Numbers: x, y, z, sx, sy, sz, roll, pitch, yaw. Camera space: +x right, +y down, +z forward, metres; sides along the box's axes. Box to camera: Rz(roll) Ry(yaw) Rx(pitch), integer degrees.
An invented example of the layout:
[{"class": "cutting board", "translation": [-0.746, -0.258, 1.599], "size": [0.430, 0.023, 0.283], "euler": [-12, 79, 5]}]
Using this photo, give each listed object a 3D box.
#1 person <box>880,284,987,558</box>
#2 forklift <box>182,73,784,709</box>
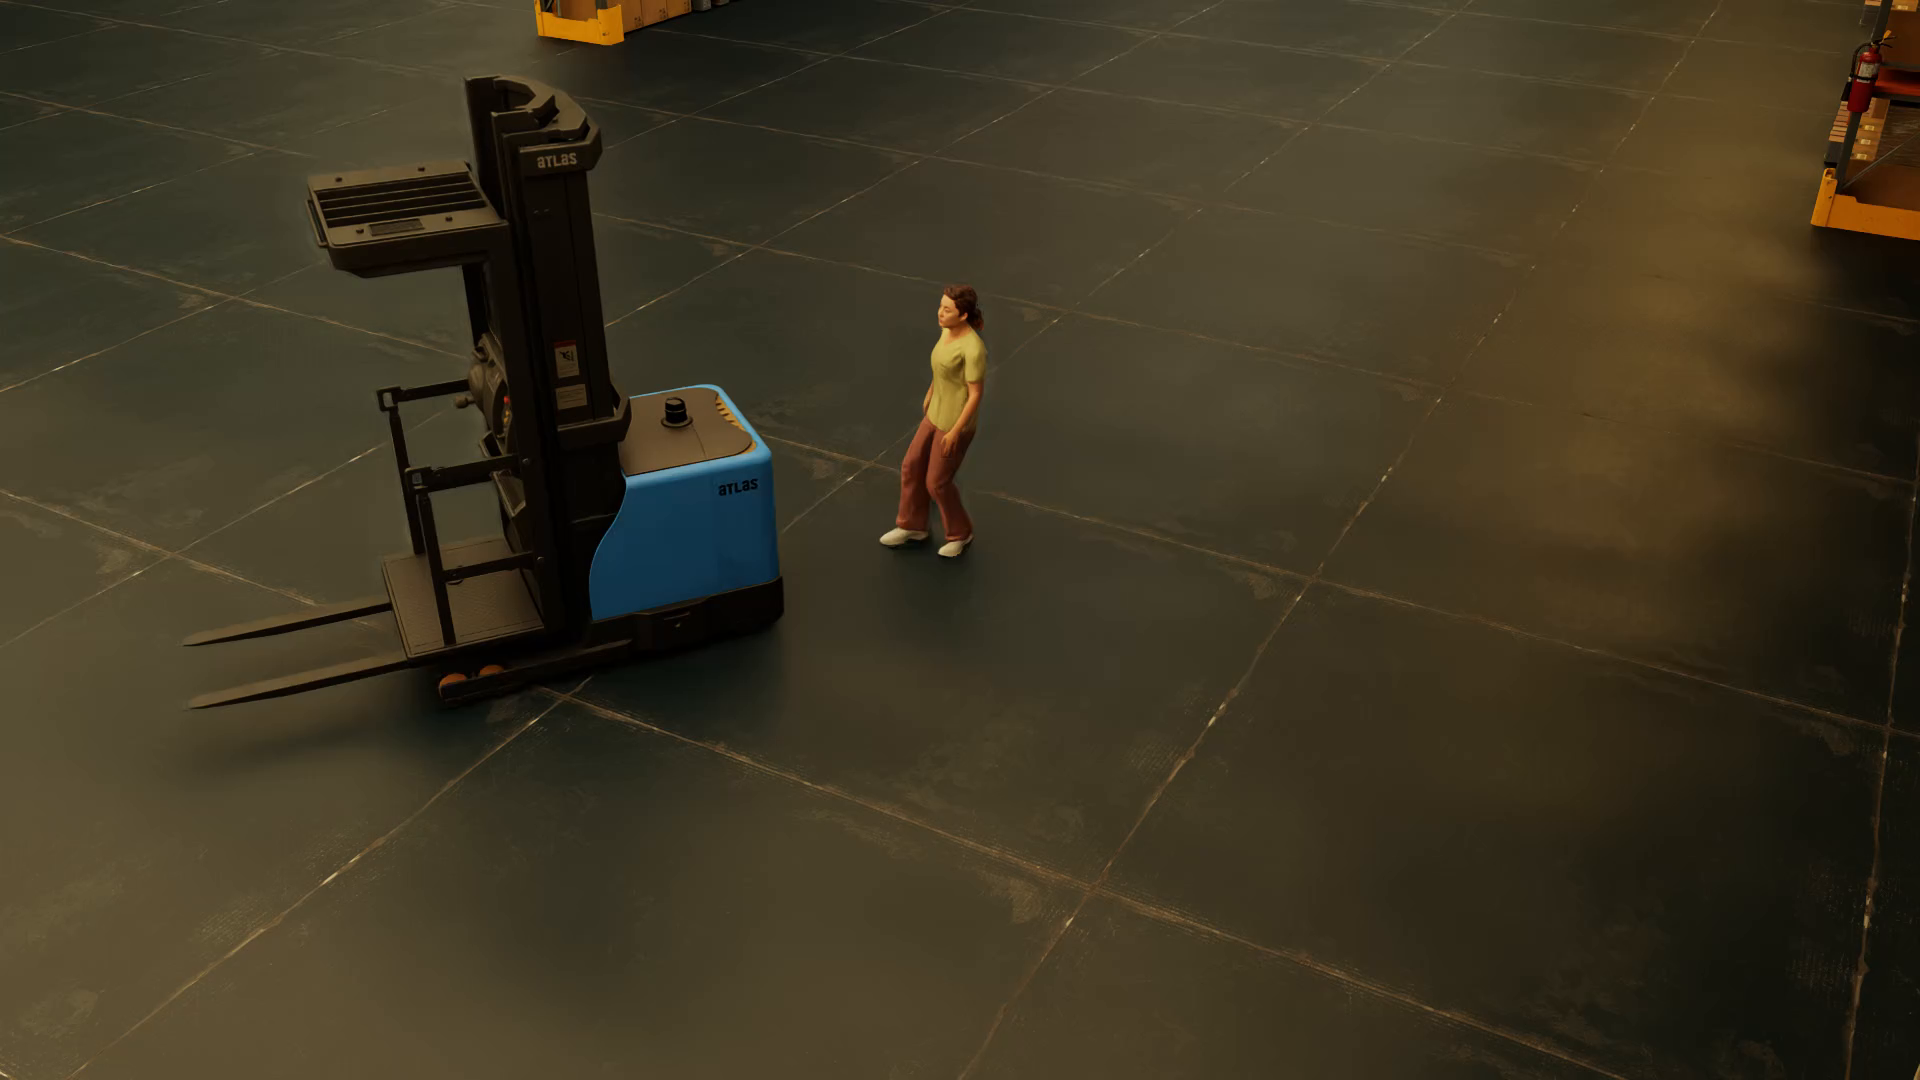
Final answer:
[{"class": "person", "translation": [-0.152, -0.676, 9.545], "size": [0.620, 1.650, 0.603], "euler": [-10, 32, -17]}, {"class": "forklift", "translation": [-2.532, -0.717, 8.313], "size": [3.031, 2.935, 1.130], "euler": [-13, 32, -21]}]
